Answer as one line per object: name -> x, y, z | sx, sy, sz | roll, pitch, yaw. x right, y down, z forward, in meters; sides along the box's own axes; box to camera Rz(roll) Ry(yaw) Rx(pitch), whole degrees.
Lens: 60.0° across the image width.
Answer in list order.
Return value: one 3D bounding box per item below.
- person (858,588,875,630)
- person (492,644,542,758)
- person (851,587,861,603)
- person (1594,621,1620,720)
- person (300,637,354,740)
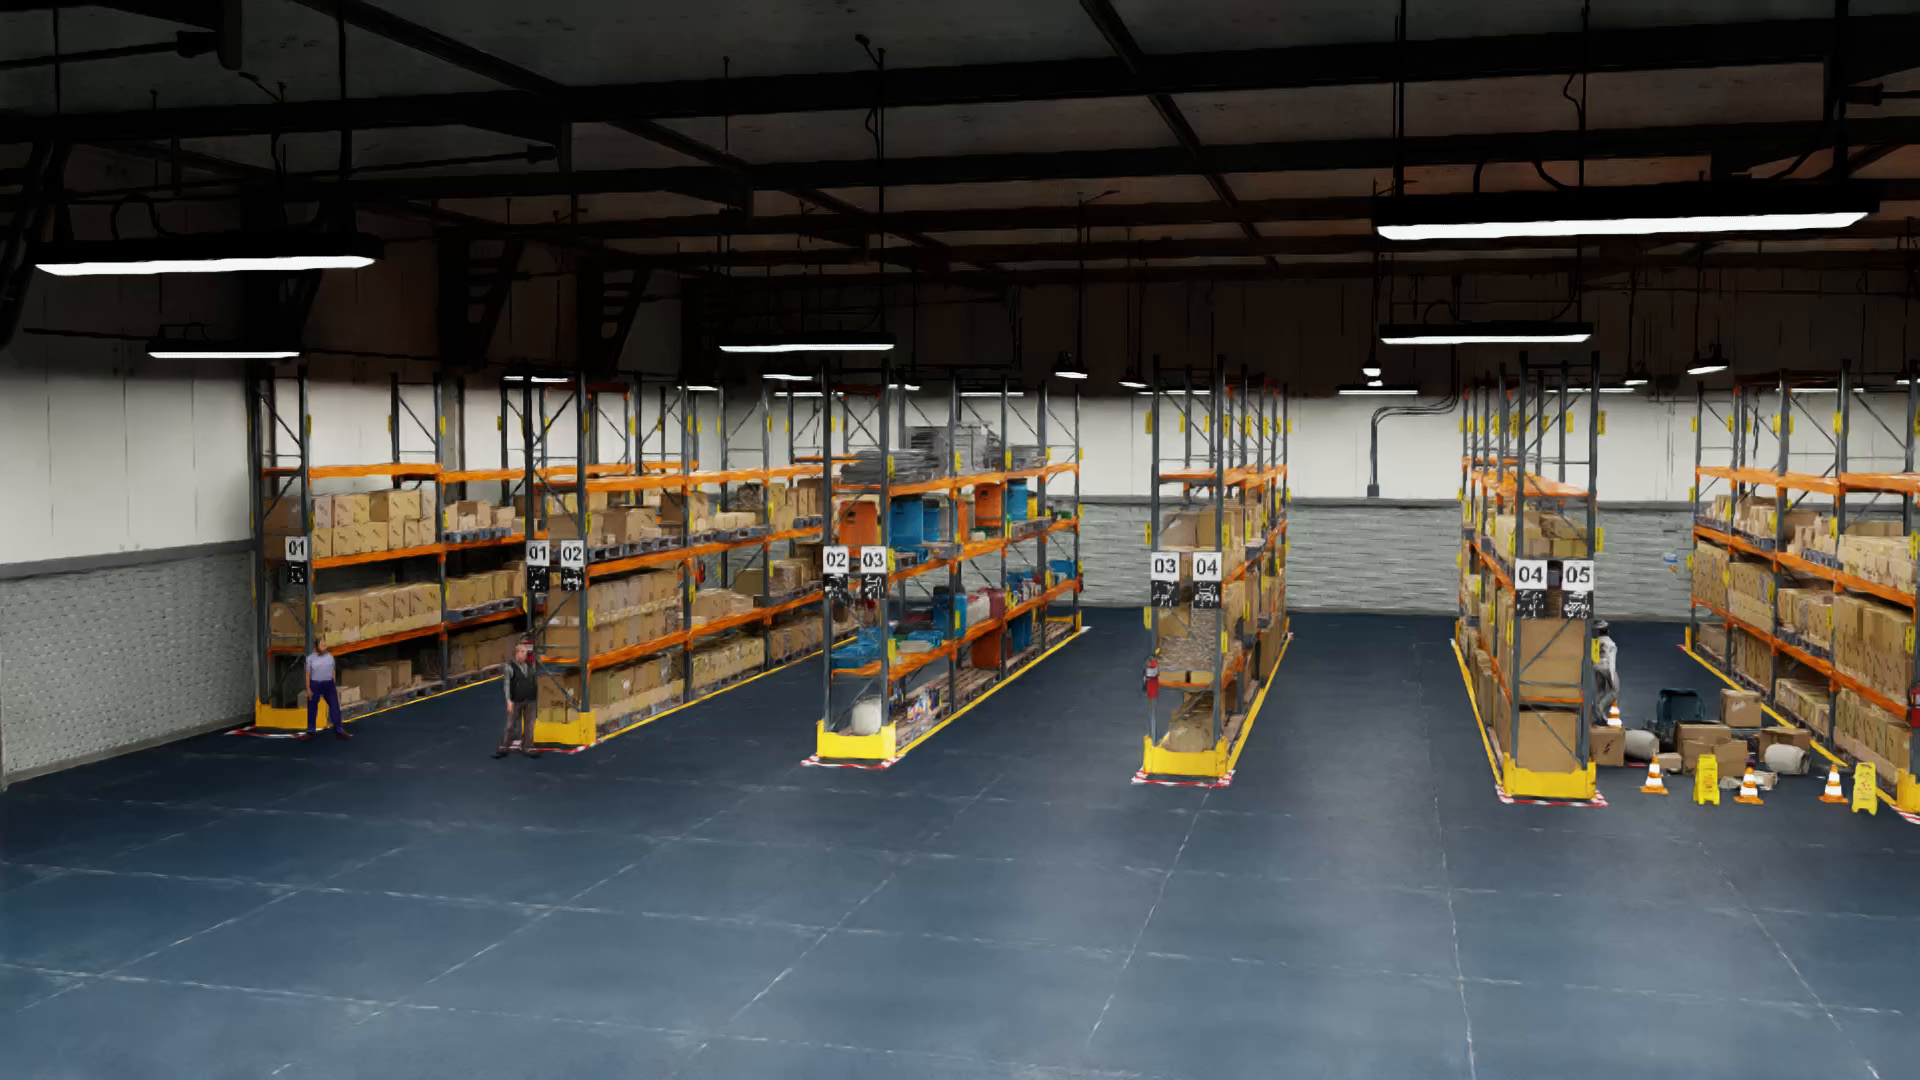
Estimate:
person -> -1.989, 1.636, 36.082 | 0.476, 1.738, 0.624 | 0, 4, -6
person -> -6.680, 2.426, 24.968 | 0.690, 1.721, 0.459 | -3, 5, -38
person -> -2.789, 1.056, 44.671 | 0.748, 1.740, 0.742 | 1, 4, 19
person -> 10.902, 2.223, 28.175 | 0.412, 1.674, 0.510 | -1, 4, -16
person -> -10.113, 2.358, 26.449 | 0.731, 1.624, 0.564 | -3, 5, -38
